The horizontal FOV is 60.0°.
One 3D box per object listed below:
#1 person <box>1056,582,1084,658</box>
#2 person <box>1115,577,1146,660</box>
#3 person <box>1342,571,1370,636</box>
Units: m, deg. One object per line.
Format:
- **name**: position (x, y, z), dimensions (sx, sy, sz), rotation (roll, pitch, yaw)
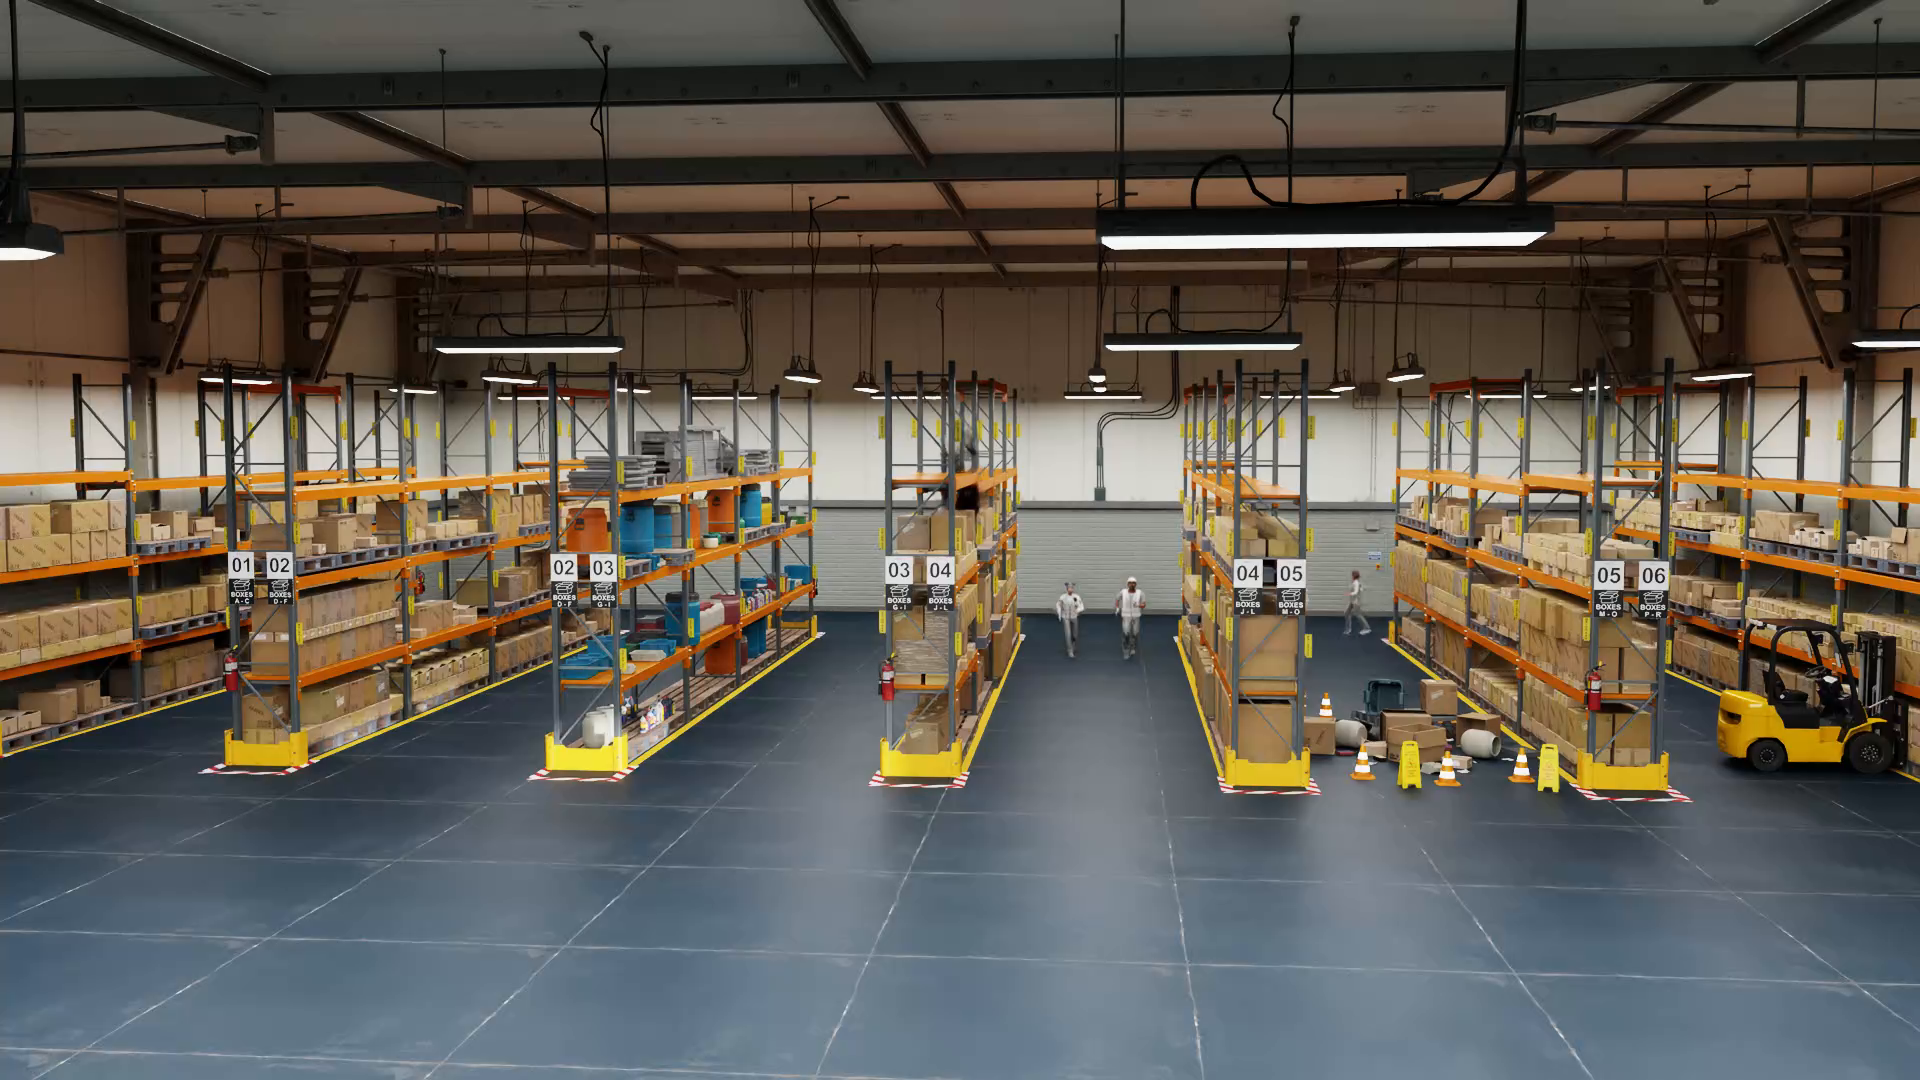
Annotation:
- **person**: position (2.438, 1.744, 36.859), dimensions (0.616, 1.659, 0.724), rotation (0, 4, 1)
- **person**: position (3.746, 1.720, 36.429), dimensions (0.656, 1.824, 0.744), rotation (0, 4, 1)
- **person**: position (9.672, 1.554, 40.500), dimensions (0.680, 1.638, 0.540), rotation (0, 4, 2)
